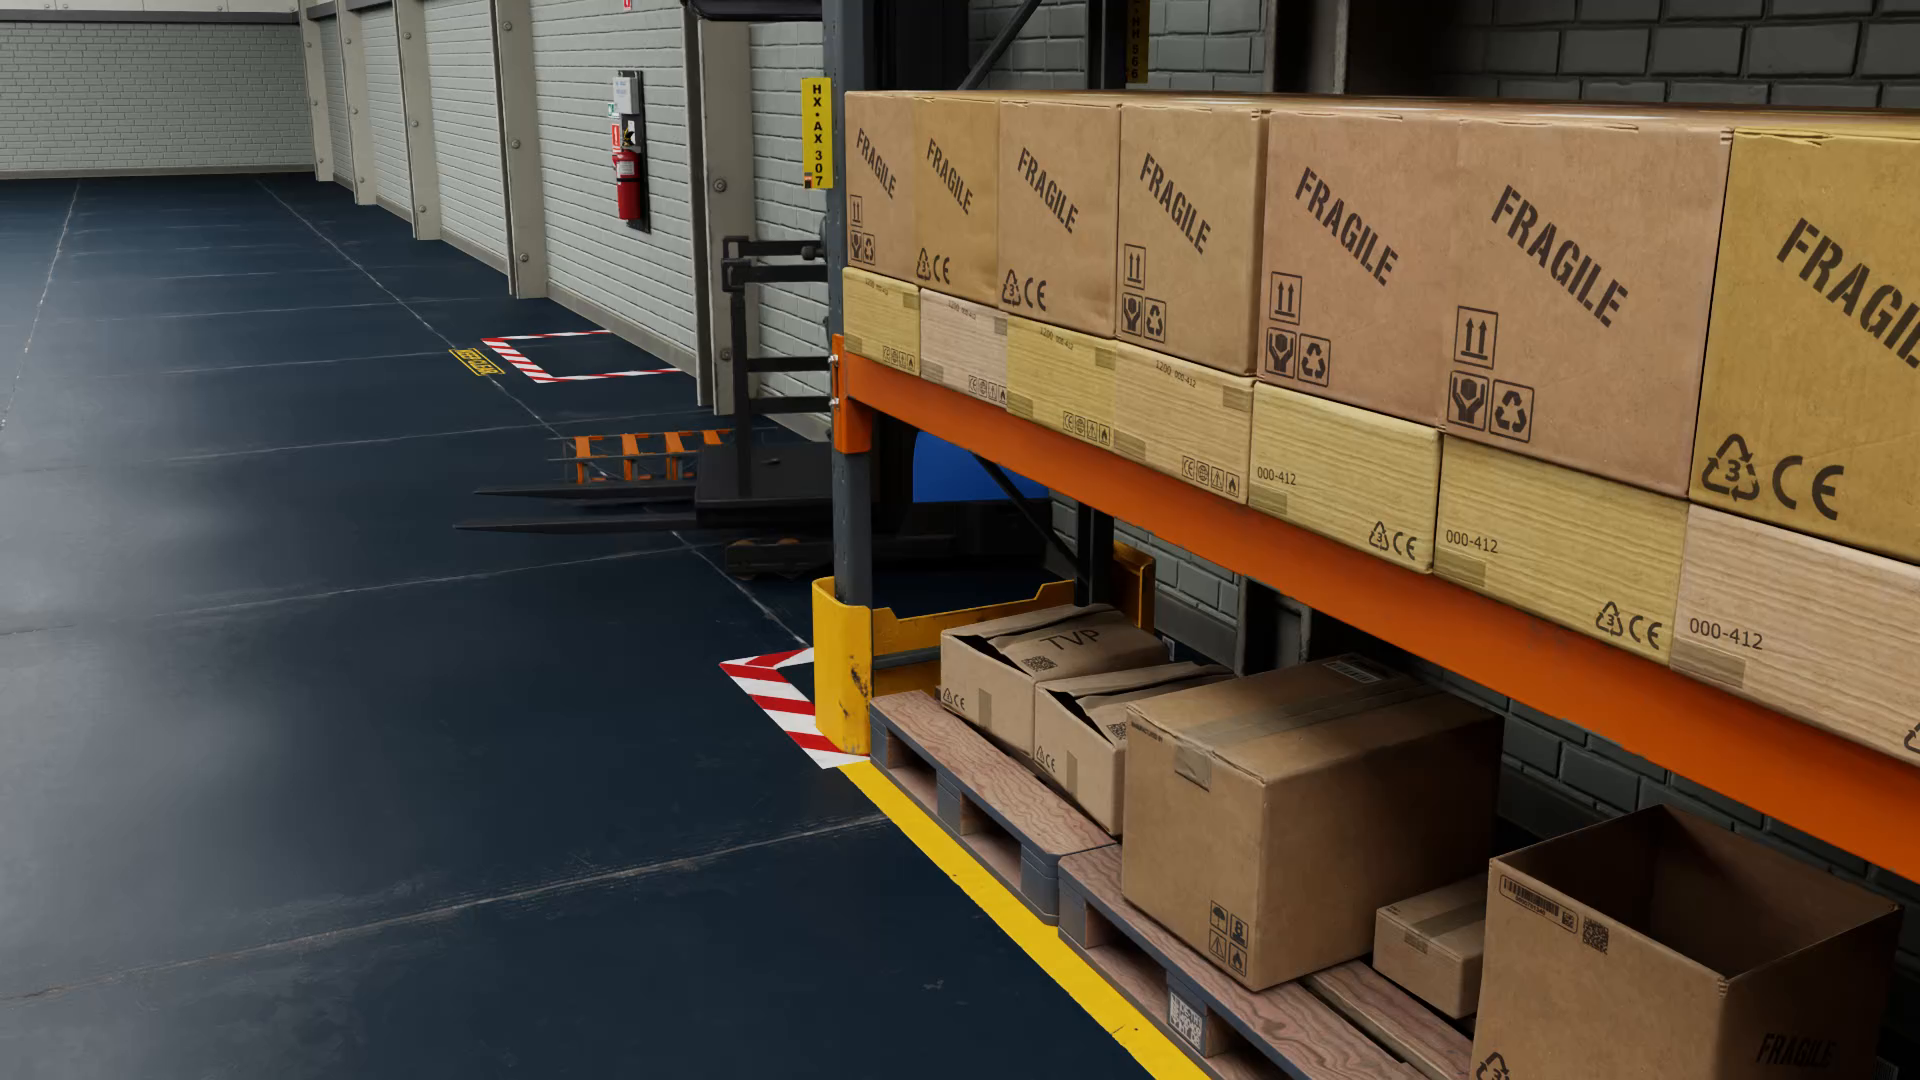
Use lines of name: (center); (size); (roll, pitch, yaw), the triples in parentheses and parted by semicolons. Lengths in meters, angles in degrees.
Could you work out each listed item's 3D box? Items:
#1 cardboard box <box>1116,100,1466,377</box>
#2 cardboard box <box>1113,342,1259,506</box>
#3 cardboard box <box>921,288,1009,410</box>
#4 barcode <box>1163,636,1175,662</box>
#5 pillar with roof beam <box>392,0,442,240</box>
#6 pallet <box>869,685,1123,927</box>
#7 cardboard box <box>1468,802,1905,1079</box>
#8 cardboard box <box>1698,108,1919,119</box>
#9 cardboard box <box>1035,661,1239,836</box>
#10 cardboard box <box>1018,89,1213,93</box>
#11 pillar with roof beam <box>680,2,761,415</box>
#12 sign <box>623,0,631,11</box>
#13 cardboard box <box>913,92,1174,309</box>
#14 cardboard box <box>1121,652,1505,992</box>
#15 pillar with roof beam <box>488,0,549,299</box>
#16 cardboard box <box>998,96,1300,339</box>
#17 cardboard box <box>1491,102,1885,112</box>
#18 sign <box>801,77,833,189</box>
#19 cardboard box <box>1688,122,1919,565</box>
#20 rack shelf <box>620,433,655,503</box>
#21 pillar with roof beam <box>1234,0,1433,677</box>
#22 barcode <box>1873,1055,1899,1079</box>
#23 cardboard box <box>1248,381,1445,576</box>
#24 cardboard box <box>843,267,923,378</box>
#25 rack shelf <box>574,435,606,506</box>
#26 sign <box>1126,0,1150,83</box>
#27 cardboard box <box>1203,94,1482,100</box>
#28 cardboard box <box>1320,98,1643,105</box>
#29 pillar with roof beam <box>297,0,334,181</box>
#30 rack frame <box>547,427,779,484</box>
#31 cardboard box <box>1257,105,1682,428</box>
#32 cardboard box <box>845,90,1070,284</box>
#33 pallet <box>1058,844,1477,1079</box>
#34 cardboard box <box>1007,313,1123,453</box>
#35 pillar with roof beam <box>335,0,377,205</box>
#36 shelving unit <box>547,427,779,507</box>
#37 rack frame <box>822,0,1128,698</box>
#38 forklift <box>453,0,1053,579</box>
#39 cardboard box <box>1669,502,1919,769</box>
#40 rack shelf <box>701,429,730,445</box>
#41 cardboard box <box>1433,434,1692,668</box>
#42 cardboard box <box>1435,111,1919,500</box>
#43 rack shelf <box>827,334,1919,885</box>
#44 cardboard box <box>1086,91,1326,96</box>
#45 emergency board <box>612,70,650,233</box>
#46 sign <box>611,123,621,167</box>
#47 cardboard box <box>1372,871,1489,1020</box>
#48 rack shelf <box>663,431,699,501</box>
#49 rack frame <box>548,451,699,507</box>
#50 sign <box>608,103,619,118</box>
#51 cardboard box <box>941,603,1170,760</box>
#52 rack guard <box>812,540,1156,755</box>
cardboard box: (0.665, -0.640, 3.420); (0.500, 0.500, 0.500); (-7, 17, -23)
cardboard box: (0.666, -0.275, 3.505); (0.500, 0.250, 0.500); (-7, 18, -24)
cardboard box: (0.229, -0.527, 4.386); (0.500, 0.250, 0.500); (-8, 18, -27)
barcode: (0.650, 0.339, 5.192); (0.001, 0.075, 0.075); (-8, 18, -25)
pillar with roof beam: (-10.611, -7.634, 18.038); (9.100, 9.000, 0.400); (-8, 18, -25)
pallet: (0.418, 0.689, 4.968); (1.003, 0.211, 1.213); (-8, 18, -25)
cardboard box: (1.322, 0.853, 3.074); (0.500, 0.500, 0.500); (-9, 18, -29)
cardboard box: (1.571, -0.453, 2.767); (0.500, 0.500, 0.500); (-8, 18, -25)
cardboard box: (0.532, 0.529, 4.548); (0.500, 0.311, 0.500); (-6, 17, -20)
cardboard box: (0.458, -1.083, 4.963); (0.500, 0.500, 0.500); (-8, 18, -26)
pillar with roof beam: (-5.354, -4.658, 7.669); (9.100, 9.000, 0.400); (-8, 18, -25)
sign: (-2.446, -4.041, 12.190); (0.001, 0.298, 0.199); (-8, 18, -25)
cardboard box: (0.207, -0.896, 4.310); (0.500, 0.500, 0.500); (-8, 18, -25)
cardboard box: (0.809, 0.626, 3.867); (0.700, 0.500, 0.500); (-9, 18, -28)
pillar with roof beam: (-7.982, -6.146, 12.854); (9.100, 9.000, 0.400); (-8, 18, -25)
cardboard box: (0.428, -0.767, 3.861); (0.500, 0.500, 0.500); (-8, 18, -27)
cardboard box: (1.358, -0.577, 3.200); (0.500, 0.500, 0.500); (-7, 17, -23)
sign: (-0.427, -1.227, 5.018); (0.100, 0.325, 0.005); (-8, 18, -25)
cardboard box: (1.328, -0.262, 2.102); (0.500, 0.500, 0.500); (-8, 18, -25)
rack shelf: (-1.649, -0.373, 8.518); (0.148, 0.258, 0.480); (-4, 16, -13)
pillar with roof beam: (-2.725, -3.171, 2.485); (9.100, 9.000, 0.400); (-8, 18, -25)
barcode: (1.710, 0.993, 3.093); (0.001, 0.075, 0.075); (-8, 18, -25)
cardboard box: (0.888, -0.150, 3.071); (0.500, 0.250, 0.500); (-8, 18, -25)
cardboard box: (-0.011, -0.654, 4.828); (0.500, 0.250, 0.500); (-8, 18, -27)
rack shelf: (-1.879, -0.358, 8.465); (0.148, 0.258, 0.480); (-4, 16, -13)
sign: (0.568, -1.647, 5.379); (0.100, 0.325, 0.005); (-8, 18, -25)
cardboard box: (0.900, -0.829, 4.079); (0.500, 0.500, 0.500); (-8, 18, -26)
cardboard box: (1.121, -0.704, 3.643); (0.500, 0.500, 0.500); (-7, 18, -24)
pillar with roof beam: (-15.868, -10.609, 28.407); (9.100, 9.000, 0.400); (-8, 18, -25)
rack frame: (-1.555, -0.449, 8.782); (1.200, 0.240, 0.015); (-4, 16, -13)
cardboard box: (0.893, -0.511, 2.971); (0.500, 0.500, 0.500); (-8, 18, -26)
cardboard box: (-0.001, -1.019, 4.741); (0.500, 0.500, 0.500); (-8, 18, -25)
pallet: (0.948, 0.991, 3.915); (1.003, 0.211, 1.213); (-8, 18, -25)
cardboard box: (0.447, -0.400, 3.943); (0.500, 0.250, 0.500); (-8, 18, -26)
pillar with roof beam: (-13.239, -9.122, 23.222); (9.100, 9.000, 0.400); (-8, 18, -25)
shelving unit: (-1.497, -0.384, 8.554); (1.200, 0.258, 0.503); (-4, 16, -13)
rack frame: (0.060, -0.876, 5.366); (1.000, 3.000, 0.127); (-8, 18, -25)
forklift: (-0.718, -1.394, 7.295); (3.031, 2.935, 1.130); (-2, 16, -7)
cardboard box: (1.333, 0.097, 2.209); (0.500, 0.250, 0.500); (-8, 18, -25)
rack shelf: (-1.239, -0.401, 8.614); (0.148, 0.258, 0.480); (-4, 16, -13)
cardboard box: (1.122, -0.027, 2.643); (0.500, 0.250, 0.500); (-8, 18, -25)
cardboard box: (1.104, -0.385, 2.531); (0.500, 0.500, 0.500); (-8, 18, -25)
rack shelf: (0.937, -0.034, 3.737); (1.077, 0.370, 4.000); (-8, 18, -25)
cardboard box: (0.670, -0.957, 4.523); (0.500, 0.500, 0.500); (-7, 18, -24)
emergency board: (-2.532, -2.912, 12.461); (0.194, 1.169, 0.643); (-8, 18, -25)
sign: (-2.682, -3.079, 12.977); (0.001, 0.329, 0.234); (-8, 18, -25)
cardboard box: (1.130, 0.876, 3.633); (0.380, 0.149, 0.250); (-9, 18, -29)
rack shelf: (-1.432, -0.388, 8.569); (0.148, 0.258, 0.480); (-4, 16, -13)
rack frame: (-1.440, -0.318, 8.326); (1.200, 0.240, 0.015); (-4, 16, -13)
sign: (-2.688, -3.331, 12.896); (0.001, 0.109, 0.331); (-8, 18, -25)
cardboard box: (0.283, 0.387, 5.040); (0.500, 0.311, 0.500); (-10, 19, -31)
rack guard: (0.094, 0.344, 5.645); (1.175, 0.500, 0.348); (-8, 18, -25)
